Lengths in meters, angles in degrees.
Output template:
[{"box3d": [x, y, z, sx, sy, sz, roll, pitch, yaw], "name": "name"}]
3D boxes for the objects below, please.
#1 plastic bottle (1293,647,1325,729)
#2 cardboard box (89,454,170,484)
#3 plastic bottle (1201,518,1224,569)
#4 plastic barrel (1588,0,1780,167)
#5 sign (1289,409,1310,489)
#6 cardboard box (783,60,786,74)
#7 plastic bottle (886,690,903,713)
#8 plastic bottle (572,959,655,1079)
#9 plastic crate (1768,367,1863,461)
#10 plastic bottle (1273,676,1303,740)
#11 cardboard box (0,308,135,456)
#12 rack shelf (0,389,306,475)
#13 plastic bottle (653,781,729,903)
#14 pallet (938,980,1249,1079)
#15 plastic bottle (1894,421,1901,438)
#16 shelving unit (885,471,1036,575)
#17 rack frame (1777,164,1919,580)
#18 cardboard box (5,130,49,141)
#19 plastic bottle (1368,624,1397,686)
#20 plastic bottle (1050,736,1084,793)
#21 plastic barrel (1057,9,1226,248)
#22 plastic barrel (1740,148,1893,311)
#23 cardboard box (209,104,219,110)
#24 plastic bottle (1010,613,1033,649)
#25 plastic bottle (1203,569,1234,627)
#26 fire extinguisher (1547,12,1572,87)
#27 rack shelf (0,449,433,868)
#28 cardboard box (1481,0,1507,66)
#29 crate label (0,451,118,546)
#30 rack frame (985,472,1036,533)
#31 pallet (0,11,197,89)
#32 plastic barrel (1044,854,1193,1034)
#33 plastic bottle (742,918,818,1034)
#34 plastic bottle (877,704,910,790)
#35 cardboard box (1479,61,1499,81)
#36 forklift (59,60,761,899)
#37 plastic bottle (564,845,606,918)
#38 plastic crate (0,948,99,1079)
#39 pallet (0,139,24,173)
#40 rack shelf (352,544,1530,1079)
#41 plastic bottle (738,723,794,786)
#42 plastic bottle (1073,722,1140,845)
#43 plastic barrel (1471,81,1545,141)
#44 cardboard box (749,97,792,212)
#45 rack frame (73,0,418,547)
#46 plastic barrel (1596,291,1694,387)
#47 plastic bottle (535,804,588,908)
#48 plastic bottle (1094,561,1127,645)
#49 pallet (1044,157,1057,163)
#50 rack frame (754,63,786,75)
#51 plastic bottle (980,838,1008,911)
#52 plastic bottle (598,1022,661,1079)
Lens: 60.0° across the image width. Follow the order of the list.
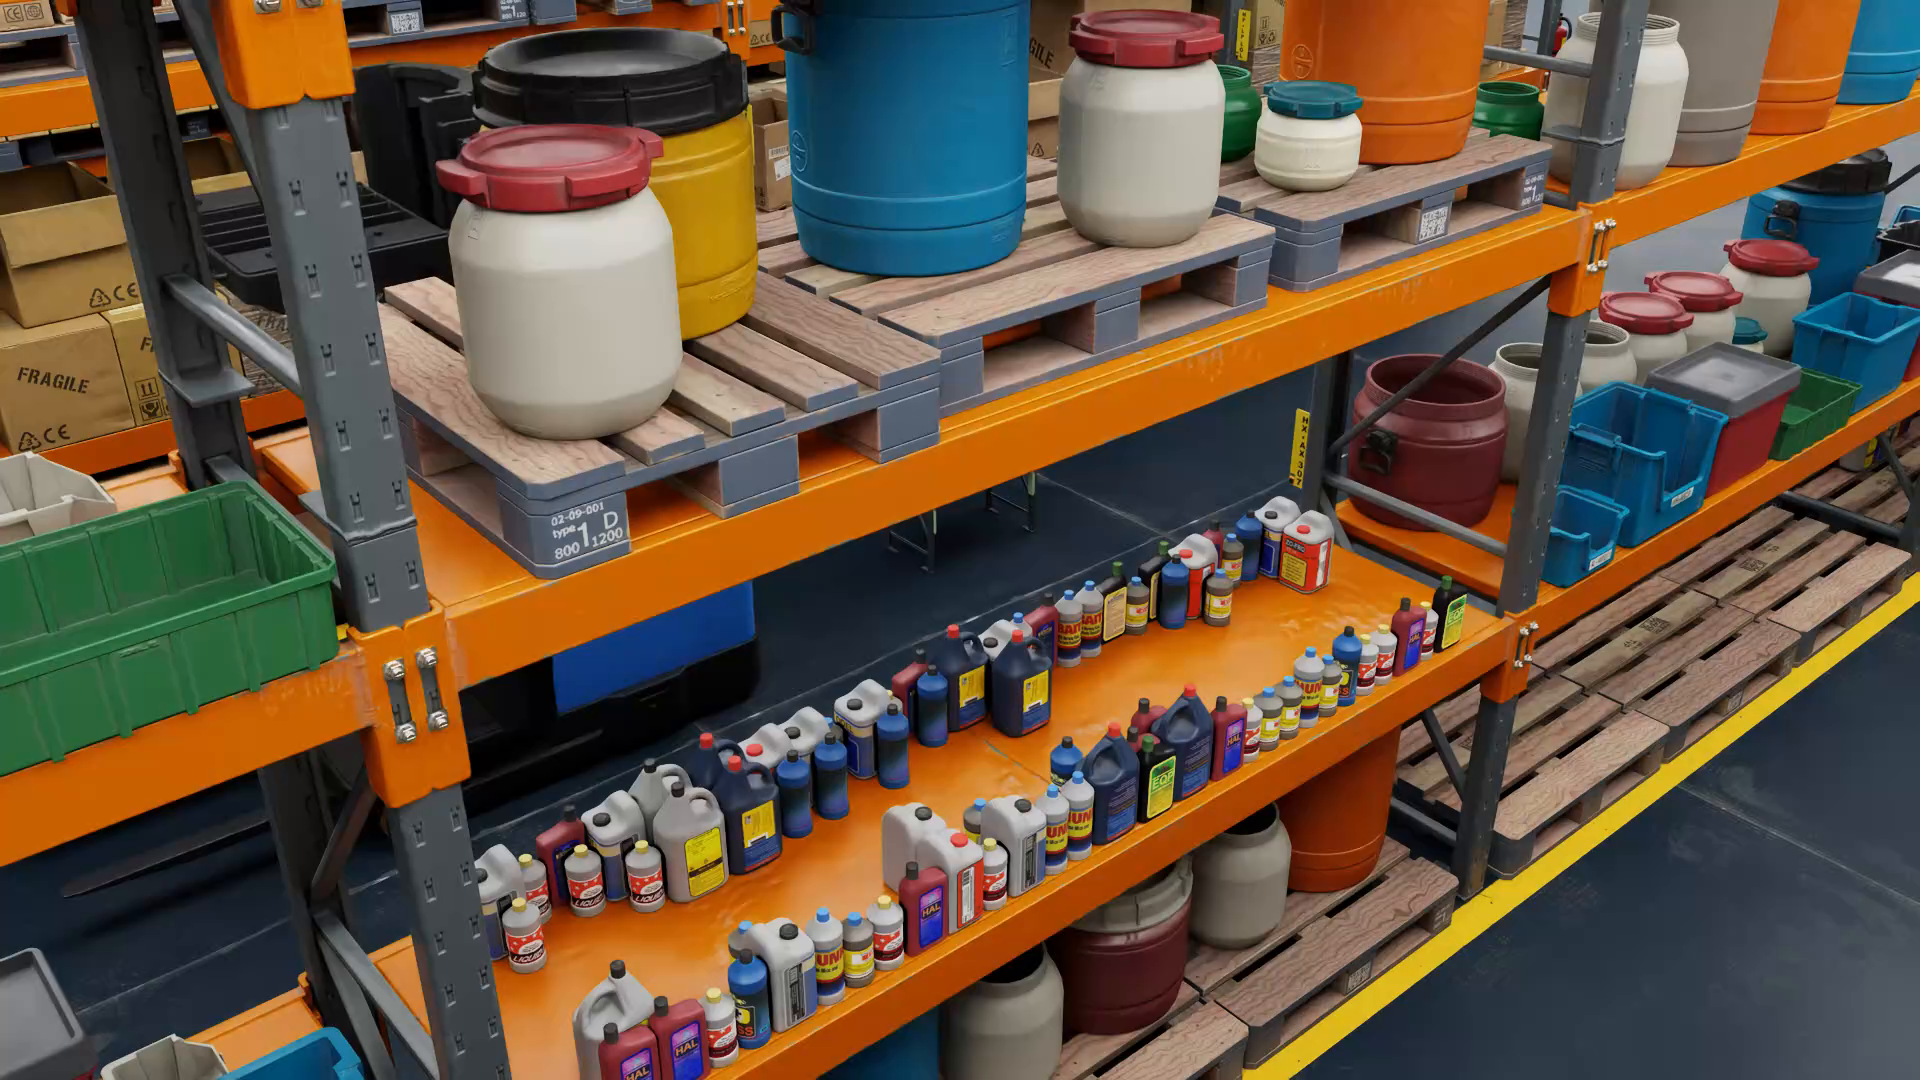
[{"box3d": [1.113, 0.465, 5.333, 0.097, 0.271, 0.097, 0, 28, 0], "name": "plastic bottle"}, {"box3d": [-4.069, -0.090, 8.045, 0.875, 0.875, 1.225, -22, 35, -35], "name": "cardboard box"}, {"box3d": [0.896, 0.066, 6.069, 0.133, 0.283, 0.061, -22, 35, -35], "name": "plastic bottle"}, {"box3d": [2.480, -1.804, 5.729, 0.600, 0.901, 0.600, 0, 28, 0], "name": "plastic barrel"}, {"box3d": [1.352, -0.354, 6.556, 0.005, 0.325, 0.100, -22, 35, -35], "name": "sign"}, {"box3d": [-1.075, -4.311, 15.943, 0.875, 0.875, 0.875, -21, 35, -34], "name": "cardboard box"}, {"box3d": [-0.227, 0.565, 5.221, 0.097, 0.201, 0.097, 0, 28, 0], "name": "plastic bottle"}, {"box3d": [-0.819, 1.155, 3.959, 0.185, 0.351, 0.144, -22, 35, -35], "name": "plastic bottle"}, {"box3d": [3.616, -0.583, 7.383, 0.662, 0.188, 0.450, -22, 35, -35], "name": "plastic crate"}, {"box3d": [1.038, 0.526, 5.294, 0.097, 0.201, 0.097, 0, 28, 0], "name": "plastic bottle"}, {"box3d": [-4.031, -0.734, 7.335, 0.500, 0.500, 0.500, -22, 35, -35], "name": "cardboard box"}, {"box3d": [-3.021, -0.933, 8.577, 4.000, 0.370, 1.077, -22, 35, -35], "name": "rack shelf"}, {"box3d": [-0.748, 0.812, 4.600, 0.185, 0.351, 0.144, -22, 35, -35], "name": "plastic bottle"}, {"box3d": [0.214, 1.771, 5.713, 1.213, 0.211, 1.003, -22, 35, -35], "name": "pallet"}, {"box3d": [5.538, -0.735, 9.859, 0.133, 0.283, 0.061, -22, 35, -35], "name": "plastic bottle"}, {"box3d": [0.005, -0.664, 8.900, 0.755, 1.500, 0.431, -22, 35, -35], "name": "shelving unit"}, {"box3d": [4.758, -1.310, 8.519, 0.127, 3.000, 1.000, -22, 35, -35], "name": "rack frame"}, {"box3d": [-6.302, -2.795, 11.118, 0.250, 0.149, 0.380, -24, 36, -37], "name": "cardboard box"}, {"box3d": [1.409, 0.377, 5.573, 0.097, 0.201, 0.097, 0, 28, 0], "name": "plastic bottle"}, {"box3d": [0.313, 0.698, 4.898, 0.097, 0.271, 0.097, 0, 28, 0], "name": "plastic bottle"}, {"box3d": [0.464, -1.058, 4.276, 0.433, 0.535, 0.433, 0, 28, 0], "name": "plastic barrel"}, {"box3d": [4.267, -1.522, 8.383, 0.708, 0.901, 0.600, -22, 35, -35], "name": "plastic barrel"}, {"box3d": [-5.297, -3.202, 11.879, 0.250, 0.149, 0.380, -22, 35, -36], "name": "cardboard box"}, {"box3d": [0.191, 0.366, 5.520, 0.097, 0.271, 0.097, 0, 28, 0], "name": "plastic bottle"}, {"box3d": [0.919, 0.198, 5.908, 0.097, 0.201, 0.097, 0, 28, 0], "name": "plastic bottle"}, {"box3d": [4.972, -4.146, 13.907, 0.183, 0.674, 0.296, -22, 35, -35], "name": "fire extinguisher"}, {"box3d": [-2.850, 0.743, 2.258, 4.000, 0.370, 1.077, -22, 35, -35], "name": "rack shelf"}, {"box3d": [3.847, -4.131, 13.375, 0.500, 0.500, 0.875, -22, 35, -35], "name": "cardboard box"}, {"box3d": [-1.888, -0.024, 3.209, 0.466, 0.136, 0.293, -22, 35, -35], "name": "crate label"}, {"box3d": [0.284, -0.775, 9.110, 0.023, 1.500, 0.400, -22, 35, -35], "name": "rack frame"}, {"box3d": [-3.877, -2.176, 7.159, 1.217, 0.209, 0.805, -24, 36, -37], "name": "pallet"}, {"box3d": [0.495, 1.293, 5.761, 0.708, 0.588, 0.600, -22, 35, -35], "name": "plastic barrel"}, {"box3d": [-0.450, 1.075, 4.188, 0.135, 0.276, 0.152, -22, 35, -35], "name": "plastic bottle"}, {"box3d": [-0.203, 0.618, 5.047, 0.097, 0.271, 0.097, 0, 28, 0], "name": "plastic bottle"}, {"box3d": [4.156, -3.867, 13.569, 0.250, 0.149, 0.380, -22, 35, -35], "name": "cardboard box"}, {"box3d": [-2.407, -0.319, 6.738, 3.031, 2.935, 1.130, -21, 34, -34], "name": "forklift"}, {"box3d": [-1.027, 0.924, 4.549, 0.097, 0.201, 0.097, 0, 28, 0], "name": "plastic bottle"}, {"box3d": [-2.170, 1.266, 3.568, 0.583, 0.464, 0.402, -22, 35, -35], "name": "plastic crate"}, {"box3d": [-7.009, -2.545, 11.034, 1.213, 0.211, 1.003, -22, 35, -35], "name": "pallet"}, {"box3d": [0.193, 0.843, 5.254, 4.000, 0.370, 1.077, -22, 35, -35], "name": "rack shelf"}, {"box3d": [-0.577, 0.689, 4.909, 0.135, 0.276, 0.152, -22, 35, -35], "name": "plastic bottle"}, {"box3d": [0.424, 0.693, 4.824, 0.185, 0.351, 0.144, -22, 35, -35], "name": "plastic bottle"}, {"box3d": [1.869, -1.435, 5.735, 0.294, 0.245, 0.294, 0, 28, 0], "name": "plastic barrel"}, {"box3d": [-1.115, -2.271, 9.766, 0.500, 0.500, 0.500, 23, 36, 36], "name": "cardboard box"}, {"box3d": [-1.328, -1.509, 2.526, 0.127, 3.000, 1.000, -22, 35, -35], "name": "rack frame"}, {"box3d": [3.000, -0.799, 7.419, 0.433, 0.535, 0.433, 0, 28, 0], "name": "plastic barrel"}, {"box3d": [-1.092, 0.865, 4.573, 0.133, 0.283, 0.061, -22, 35, -35], "name": "plastic bottle"}, {"box3d": [0.517, 0.218, 5.783, 0.133, 0.283, 0.061, -22, 35, -35], "name": "plastic bottle"}, {"box3d": [-0.021, -2.398, 10.759, 1.213, 0.211, 1.003, -22, 35, -35], "name": "pallet"}, {"box3d": [-1.599, -4.896, 15.228, 0.127, 3.000, 1.000, -22, 35, -35], "name": "rack frame"}, {"box3d": [0.082, 0.911, 4.574, 0.097, 0.201, 0.097, 0, 28, 0], "name": "plastic bottle"}, {"box3d": [-0.772, 1.229, 3.891, 0.133, 0.283, 0.061, -22, 35, -35], "name": "plastic bottle"}]
